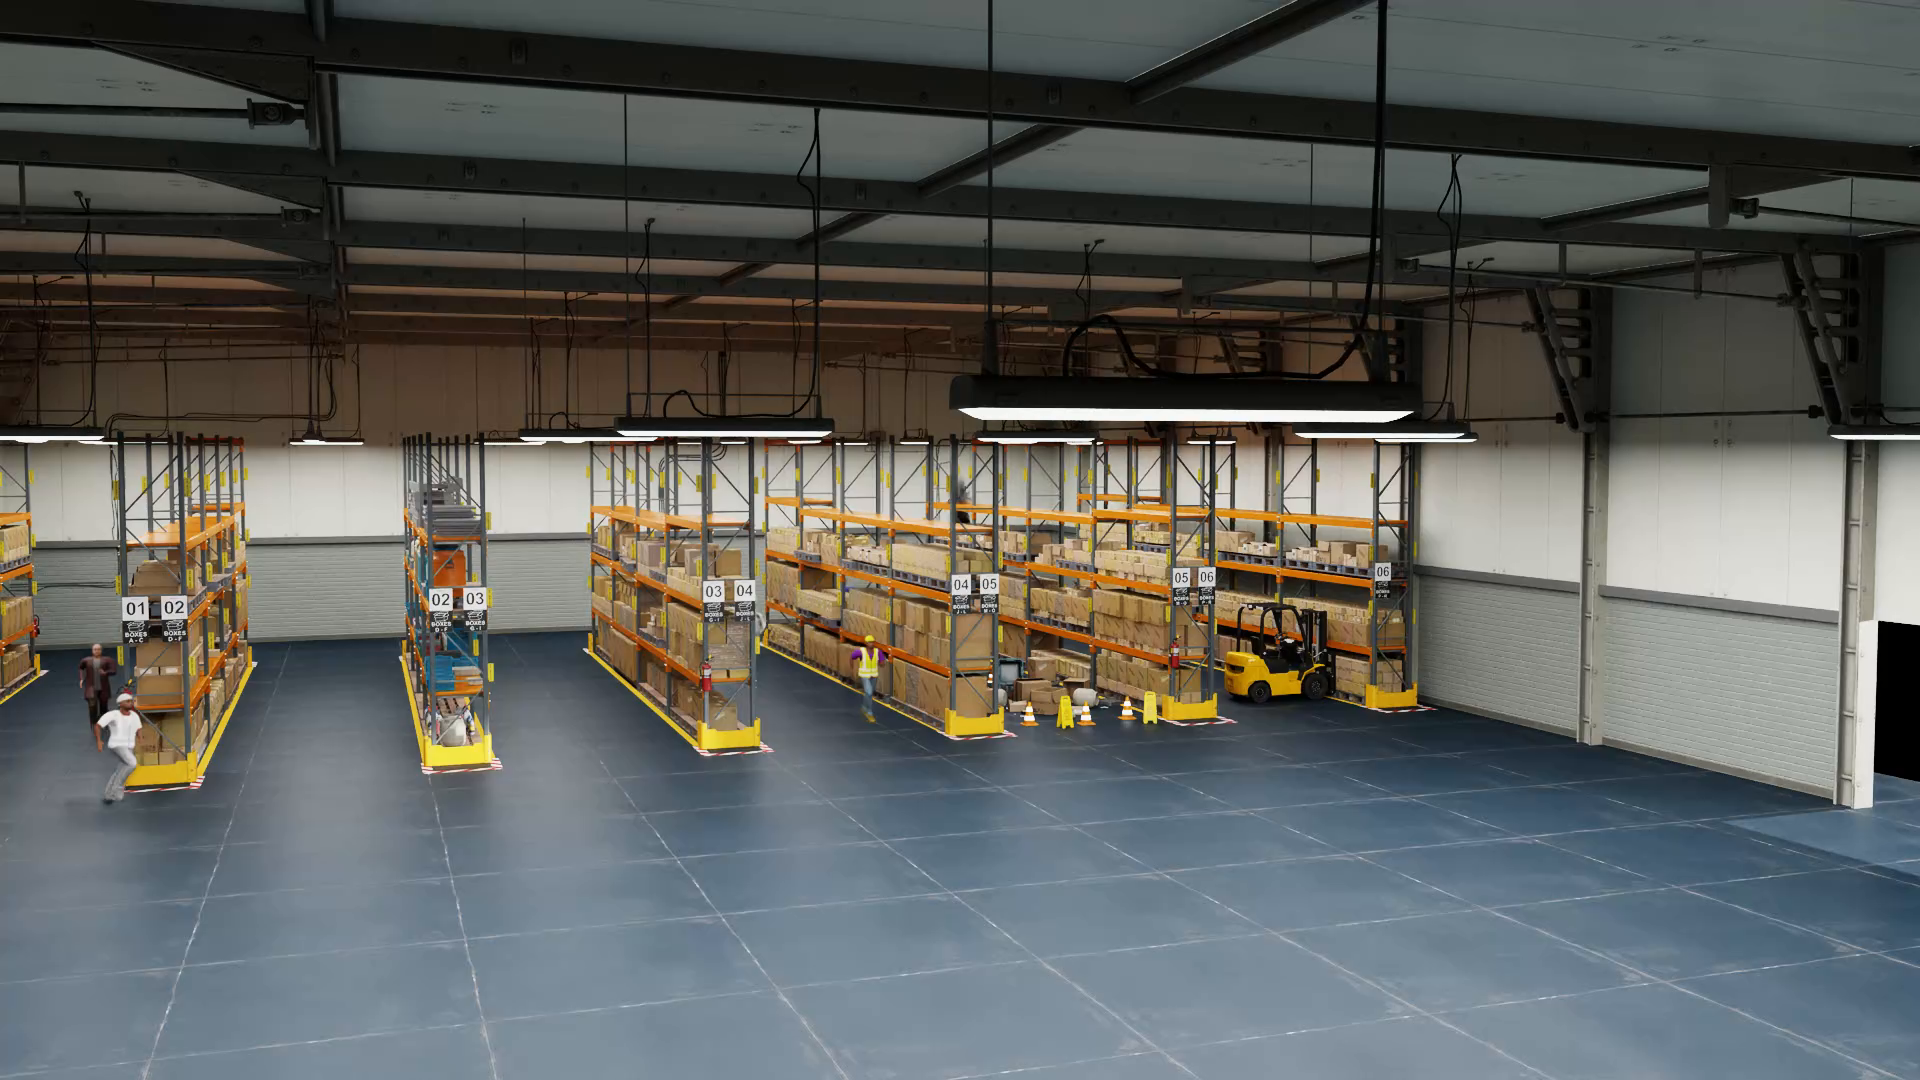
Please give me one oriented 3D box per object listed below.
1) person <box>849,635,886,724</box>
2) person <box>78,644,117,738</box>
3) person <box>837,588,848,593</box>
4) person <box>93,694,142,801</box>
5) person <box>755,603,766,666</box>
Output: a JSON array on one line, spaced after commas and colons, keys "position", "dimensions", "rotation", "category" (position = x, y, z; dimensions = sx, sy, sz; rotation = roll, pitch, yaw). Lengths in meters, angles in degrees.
[{"position": [-1.916, 2.898, 34.873], "dimensions": [0.677, 1.821, 0.875], "rotation": [-2, 4, -29], "category": "person"}, {"position": [-17.180, 2.972, 33.137], "dimensions": [0.689, 1.801, 1.007], "rotation": [-2, 4, -28], "category": "person"}, {"position": [-3.536, 1.936, 48.494], "dimensions": [0.626, 1.638, 0.513], "rotation": [-2, 4, -34], "category": "person"}, {"position": [-13.550, 3.350, 26.974], "dimensions": [0.661, 1.697, 0.720], "rotation": [1, 3, 19], "category": "person"}, {"position": [-5.442, 2.467, 43.956], "dimensions": [0.616, 1.675, 0.562], "rotation": [-1, 3, -12], "category": "person"}]
